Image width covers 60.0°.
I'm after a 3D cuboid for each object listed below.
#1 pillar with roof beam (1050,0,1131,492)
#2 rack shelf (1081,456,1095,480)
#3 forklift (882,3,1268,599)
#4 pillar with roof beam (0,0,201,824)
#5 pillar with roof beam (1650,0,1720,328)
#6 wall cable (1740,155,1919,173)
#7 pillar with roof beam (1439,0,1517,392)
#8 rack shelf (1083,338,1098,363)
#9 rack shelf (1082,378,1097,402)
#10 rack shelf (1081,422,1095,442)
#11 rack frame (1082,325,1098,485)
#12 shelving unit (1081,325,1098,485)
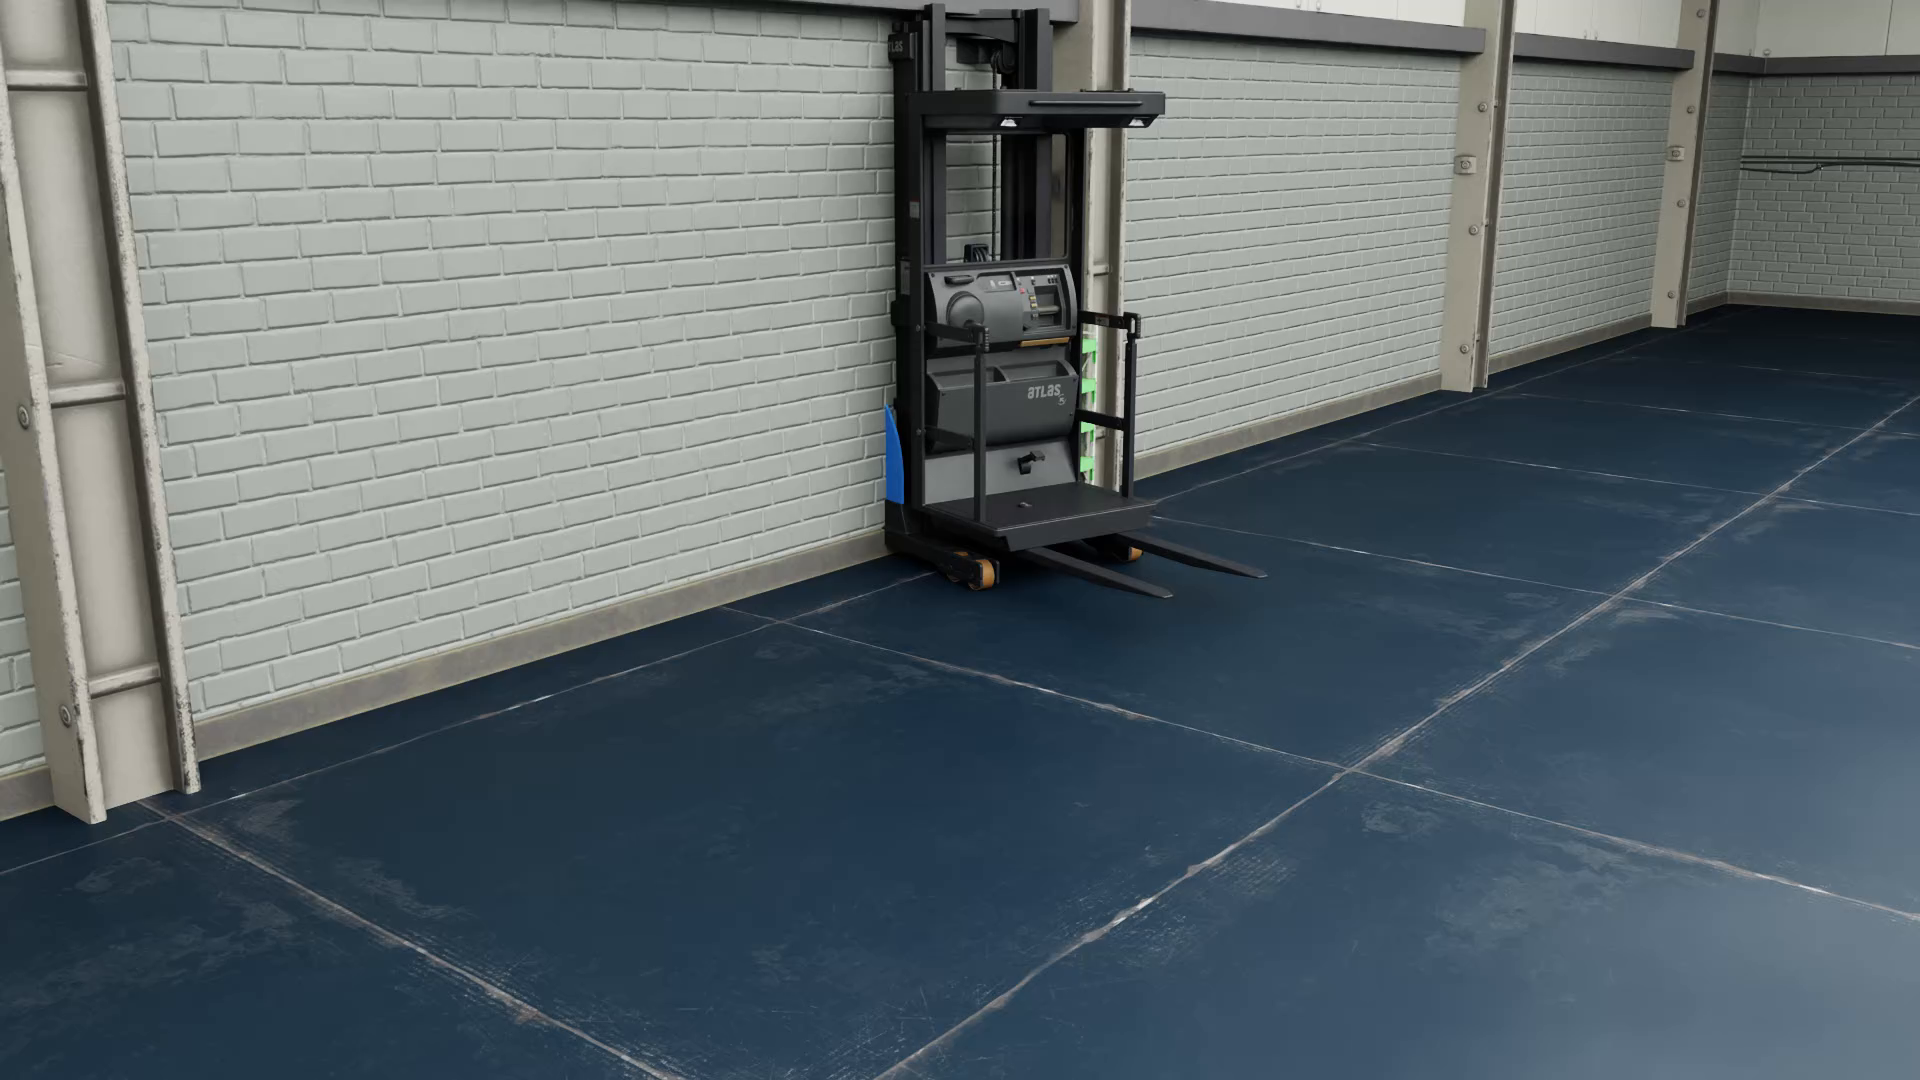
[{"bbox_3d":[4.119,-3.922,6.784,9.100,9.000,0.400,11,18,38],"label":"pillar with roof beam"},{"bbox_3d":[0.579,-0.409,10.024,0.258,0.148,0.480,10,17,33],"label":"rack shelf"},{"bbox_3d":[0.357,-1.293,8.760,1.130,2.935,3.031,-10,17,-33],"label":"forklift"},{"bbox_3d":[0.348,-2.773,2.261,9.100,9.000,0.400,11,18,38],"label":"pillar with roof beam"},{"bbox_3d":[11.661,-6.220,15.831,9.100,9.000,0.400,11,18,38],"label":"pillar with roof beam"},{"bbox_3d":[11.193,-5.741,20.251,3.097,2.526,0.112,11,18,38],"label":"wall cable"},{"bbox_3d":[7.890,-5.071,11.307,9.100,9.000,0.400,11,18,38],"label":"pillar with roof beam"},{"bbox_3d":[0.583,-1.107,9.847,0.258,0.148,0.480,10,17,33],"label":"rack shelf"},{"bbox_3d":[0.581,-0.874,9.906,0.258,0.148,0.480,10,17,33],"label":"rack shelf"},{"bbox_3d":[0.580,-0.641,9.965,0.258,0.148,0.480,10,17,33],"label":"rack shelf"},{"bbox_3d":[0.720,-0.752,10.144,0.240,1.200,0.015,10,17,33],"label":"rack frame"},{"bbox_3d":[0.580,-0.703,9.950,0.258,1.200,0.503,10,17,33],"label":"shelving unit"}]
